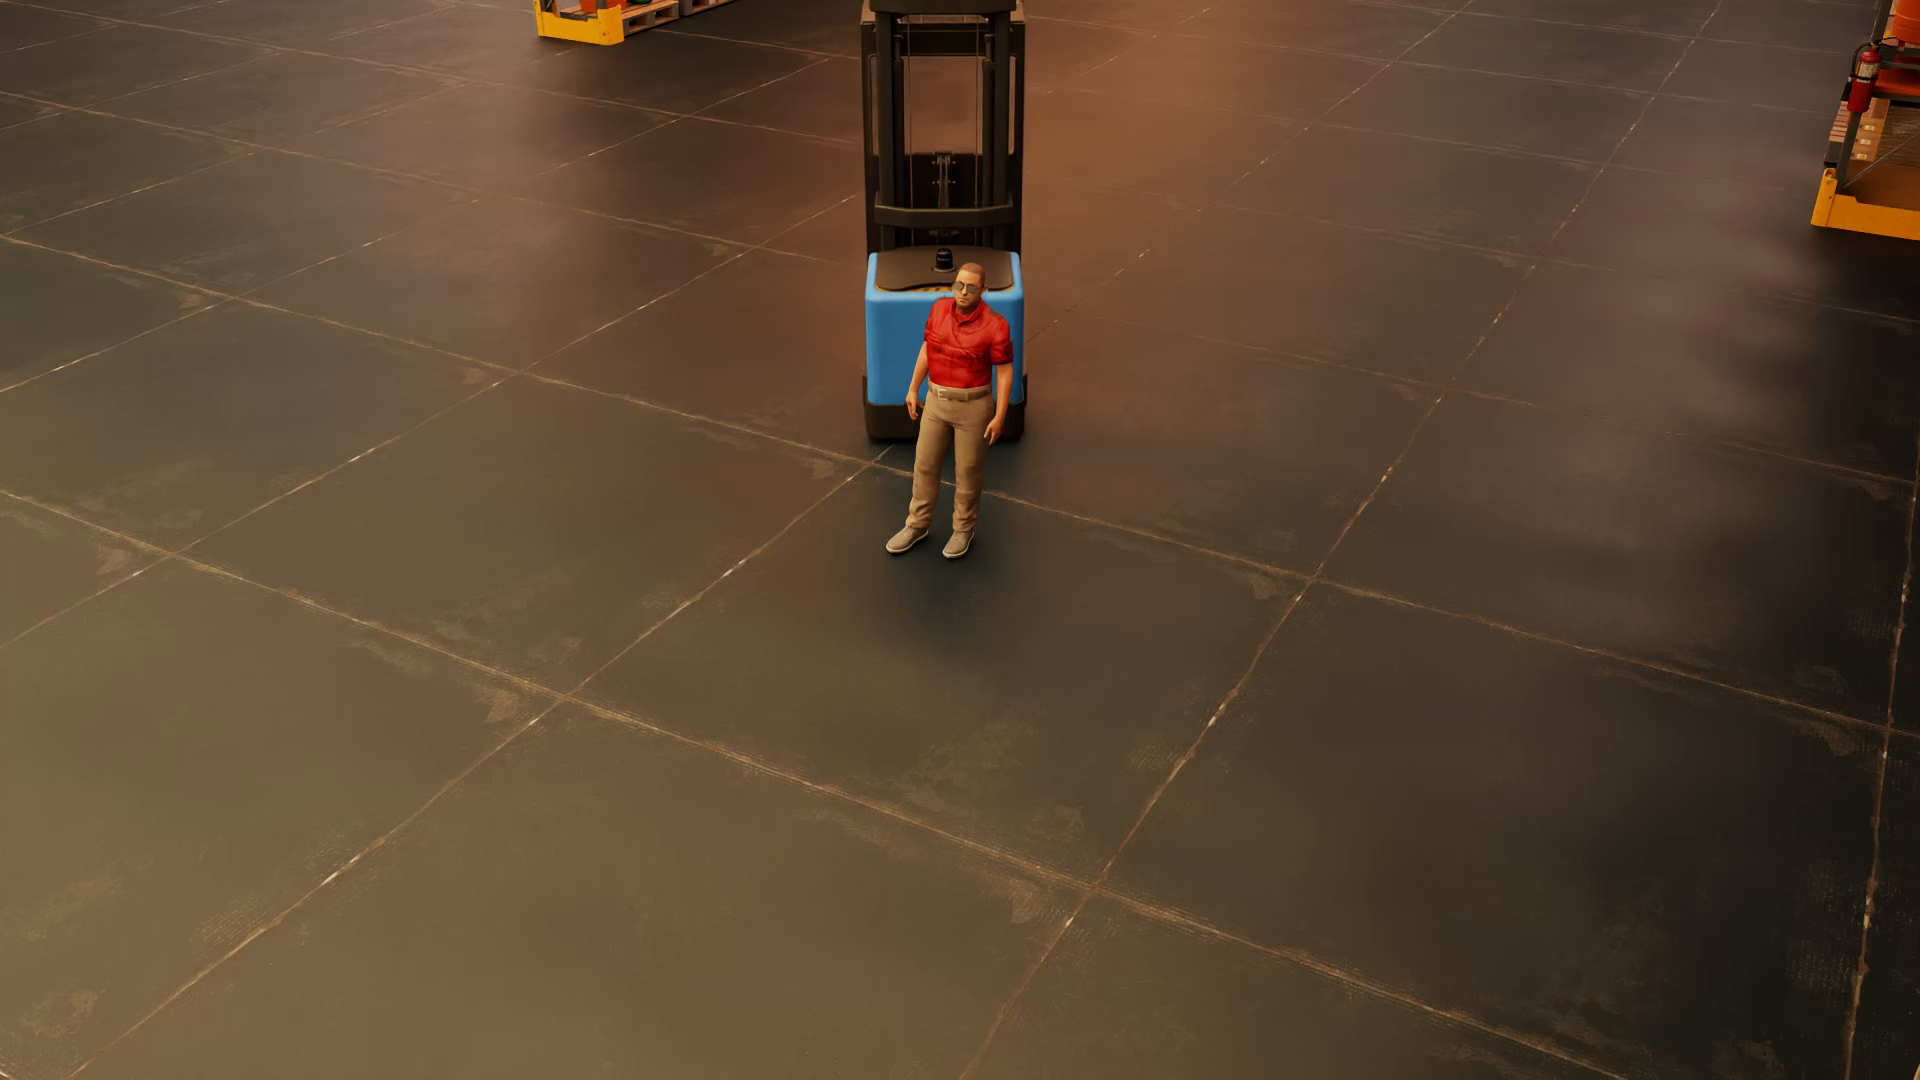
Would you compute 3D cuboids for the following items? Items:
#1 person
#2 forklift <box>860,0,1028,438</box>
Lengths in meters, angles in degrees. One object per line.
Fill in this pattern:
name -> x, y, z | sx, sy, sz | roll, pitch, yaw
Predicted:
person -> -0.054, -0.719, 9.503 | 0.641, 1.728, 0.550 | 15, 33, 25
forklift -> -0.116, -2.642, 11.649 | 1.130, 2.935, 3.031 | 0, 30, -1
